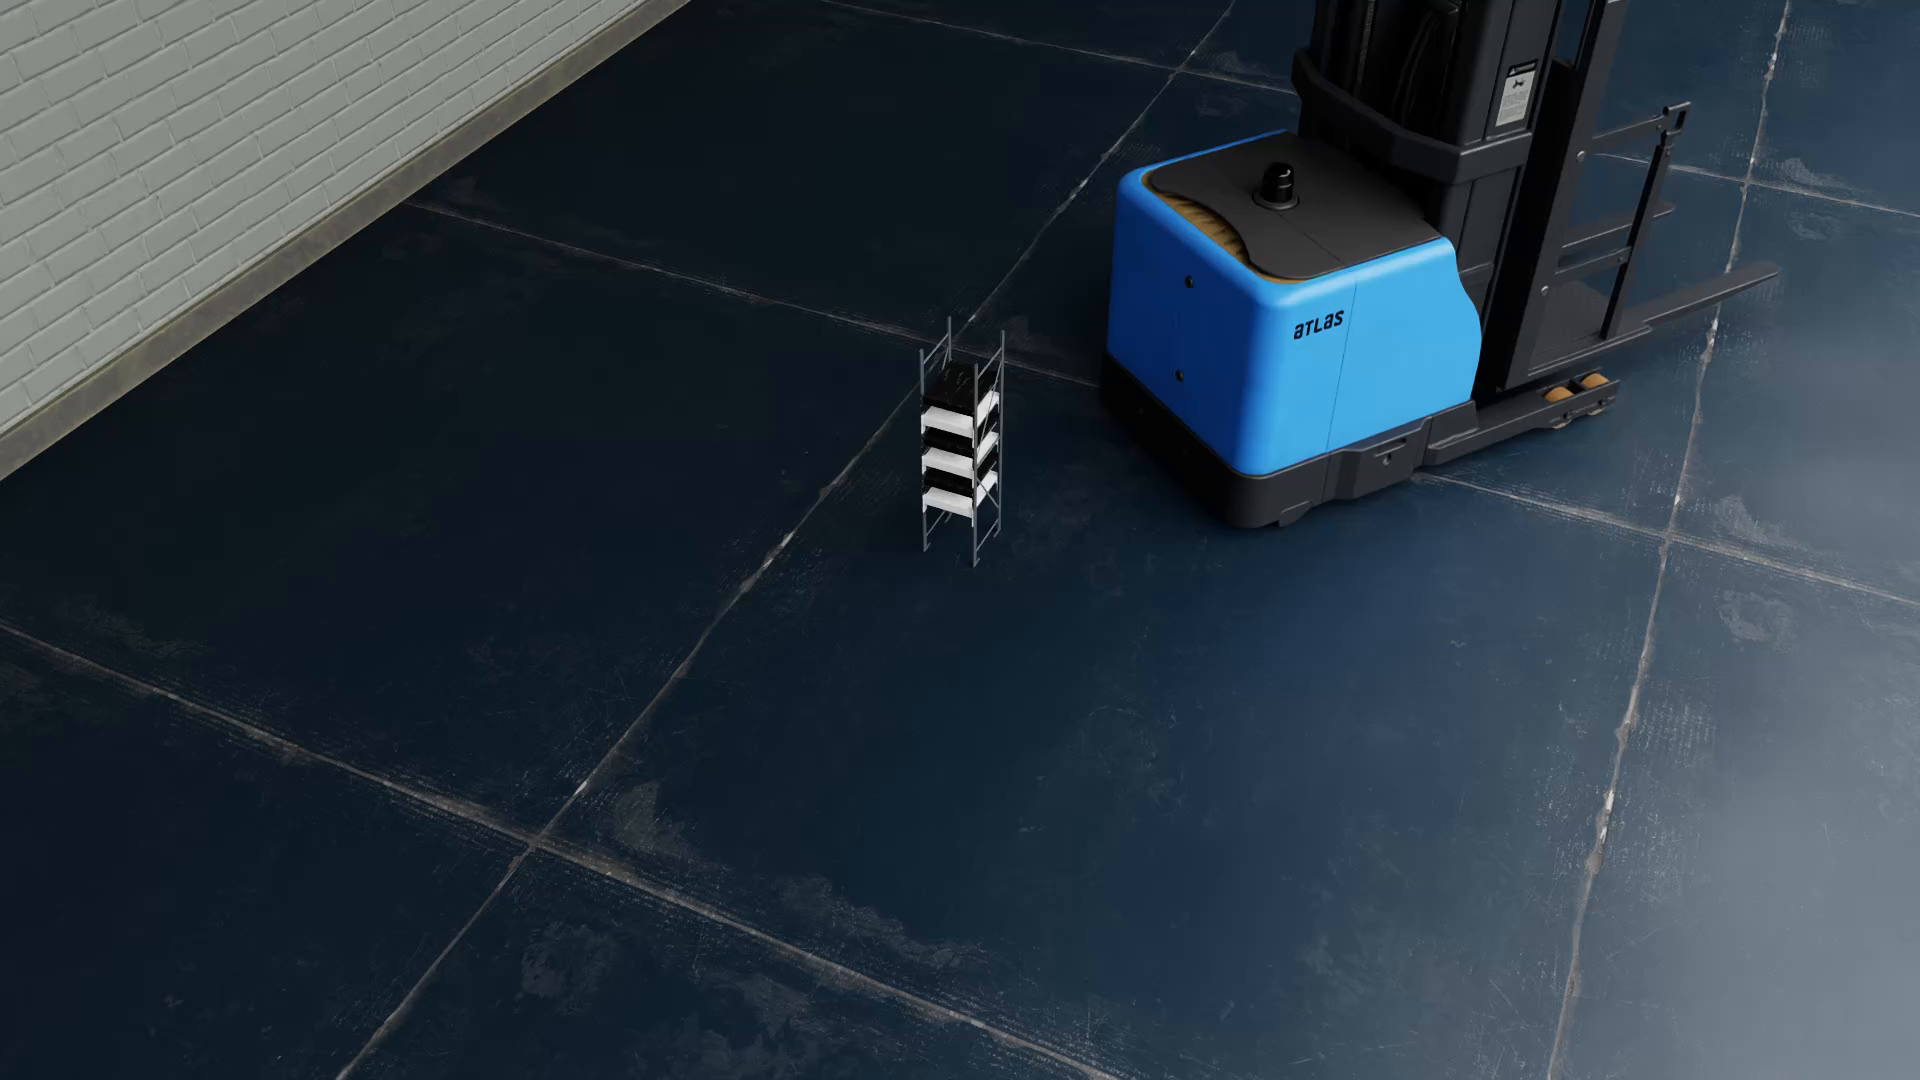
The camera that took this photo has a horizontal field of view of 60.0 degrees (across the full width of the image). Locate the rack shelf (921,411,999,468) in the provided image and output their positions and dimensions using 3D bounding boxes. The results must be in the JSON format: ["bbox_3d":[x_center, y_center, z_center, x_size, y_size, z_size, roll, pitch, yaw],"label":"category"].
[{"bbox_3d":[0.007,-0.381,5.916,0.200,0.077,0.258,17,44,19],"label":"rack shelf"}]

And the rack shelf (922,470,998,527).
[{"bbox_3d":[0.007,-0.177,6.092,0.200,0.077,0.258,17,44,19],"label":"rack shelf"}]

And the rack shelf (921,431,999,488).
[{"bbox_3d":[0.007,-0.313,5.974,0.200,0.077,0.258,17,44,19],"label":"rack shelf"}]

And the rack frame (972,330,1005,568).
[{"bbox_3d":[0.099,-0.310,5.920,0.006,0.900,0.240,17,44,19],"label":"rack frame"}]

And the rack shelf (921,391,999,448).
[{"bbox_3d":[0.007,-0.449,5.857,0.200,0.077,0.258,17,44,19],"label":"rack shelf"}]

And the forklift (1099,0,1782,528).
[{"bbox_3d":[2.115,-1.847,6.143,3.031,2.935,1.130,-20,45,-21],"label":"forklift"}]

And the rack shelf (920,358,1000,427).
[{"bbox_3d":[0.007,-0.517,5.798,0.200,0.077,0.258,17,44,19],"label":"rack shelf"}]

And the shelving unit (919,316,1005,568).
[{"bbox_3d":[0.007,-0.338,5.953,0.210,0.900,0.258,17,44,19],"label":"shelving unit"}]

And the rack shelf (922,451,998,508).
[{"bbox_3d":[0.007,-0.245,6.033,0.200,0.077,0.258,17,44,19],"label":"rack shelf"}]

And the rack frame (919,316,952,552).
[{"bbox_3d":[-0.085,-0.366,5.985,0.006,0.900,0.240,17,44,19],"label":"rack frame"}]
